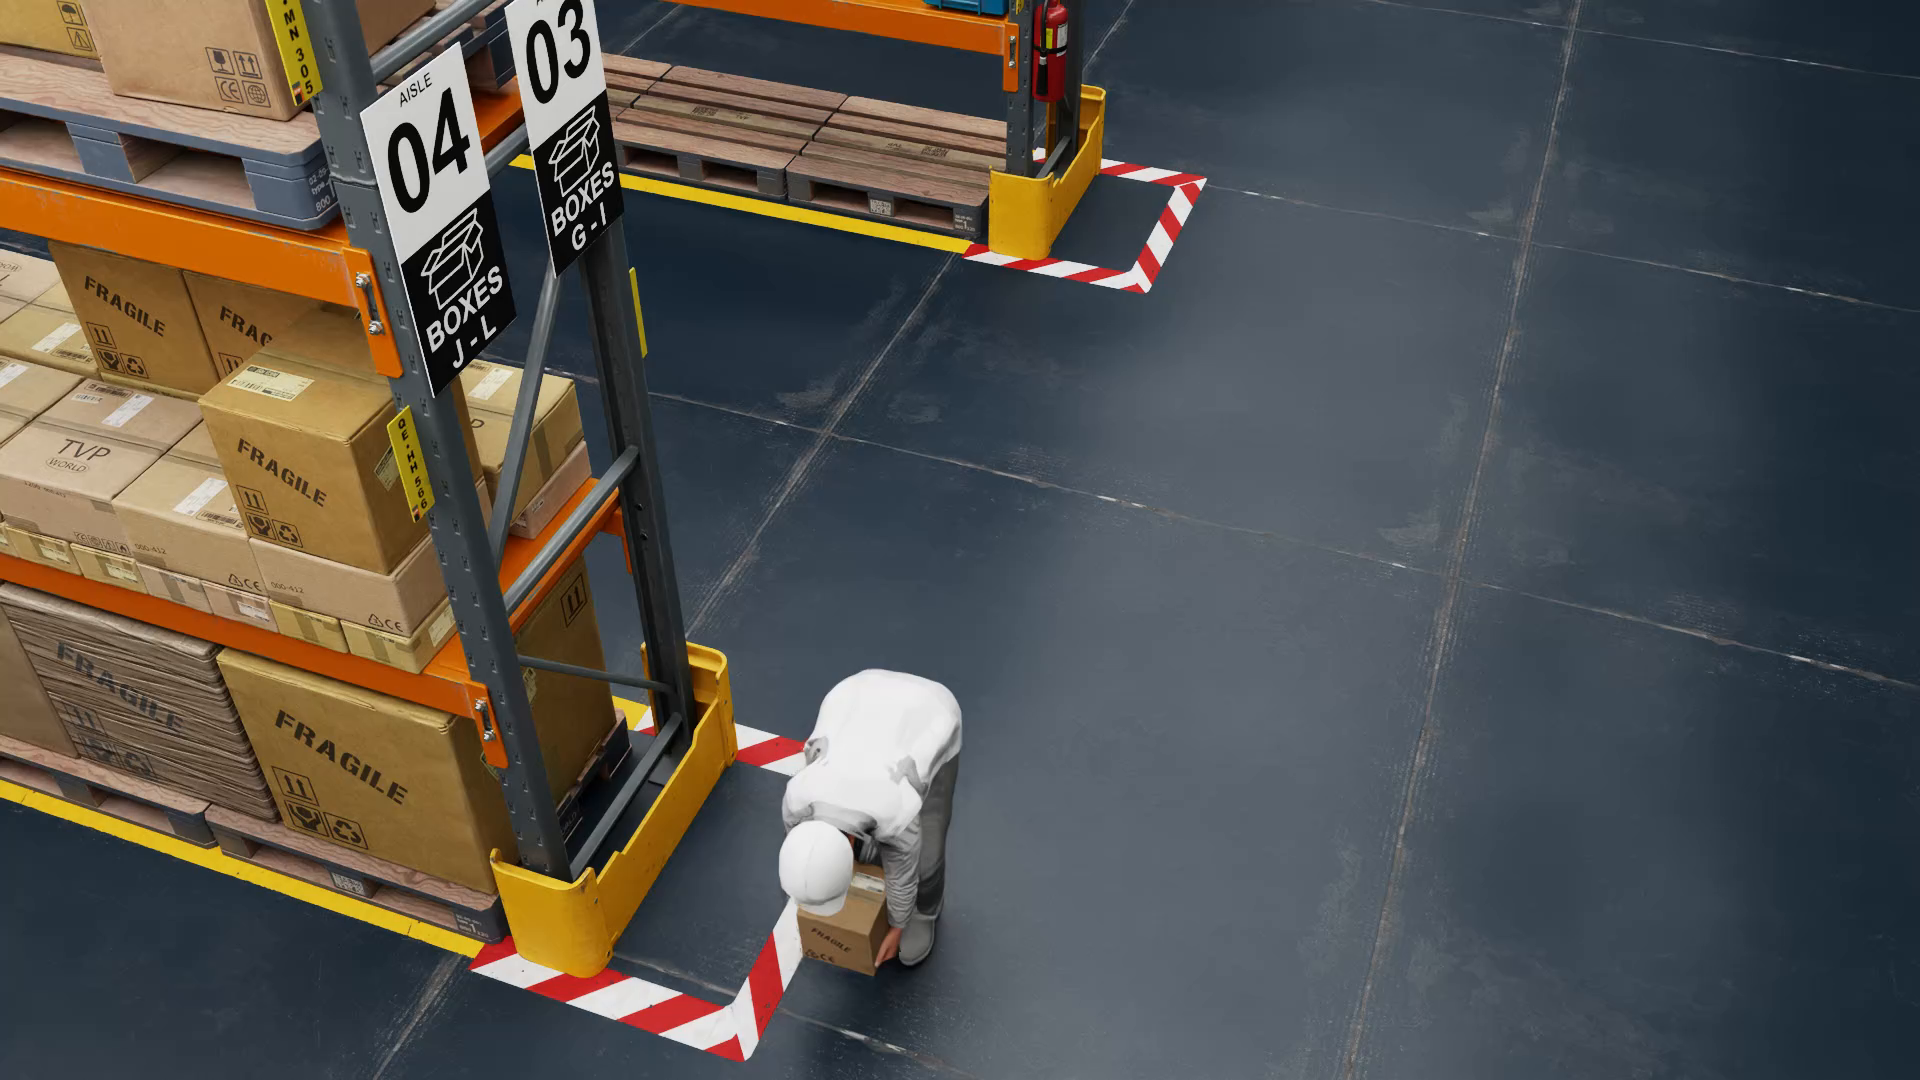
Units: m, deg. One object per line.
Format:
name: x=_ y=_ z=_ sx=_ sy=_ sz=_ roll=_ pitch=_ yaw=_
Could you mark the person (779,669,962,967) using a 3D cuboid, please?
person: x=-0.305 y=1.049 z=5.414 sx=0.463 sy=1.152 sz=1.003 roll=12 pitch=43 yaw=14
